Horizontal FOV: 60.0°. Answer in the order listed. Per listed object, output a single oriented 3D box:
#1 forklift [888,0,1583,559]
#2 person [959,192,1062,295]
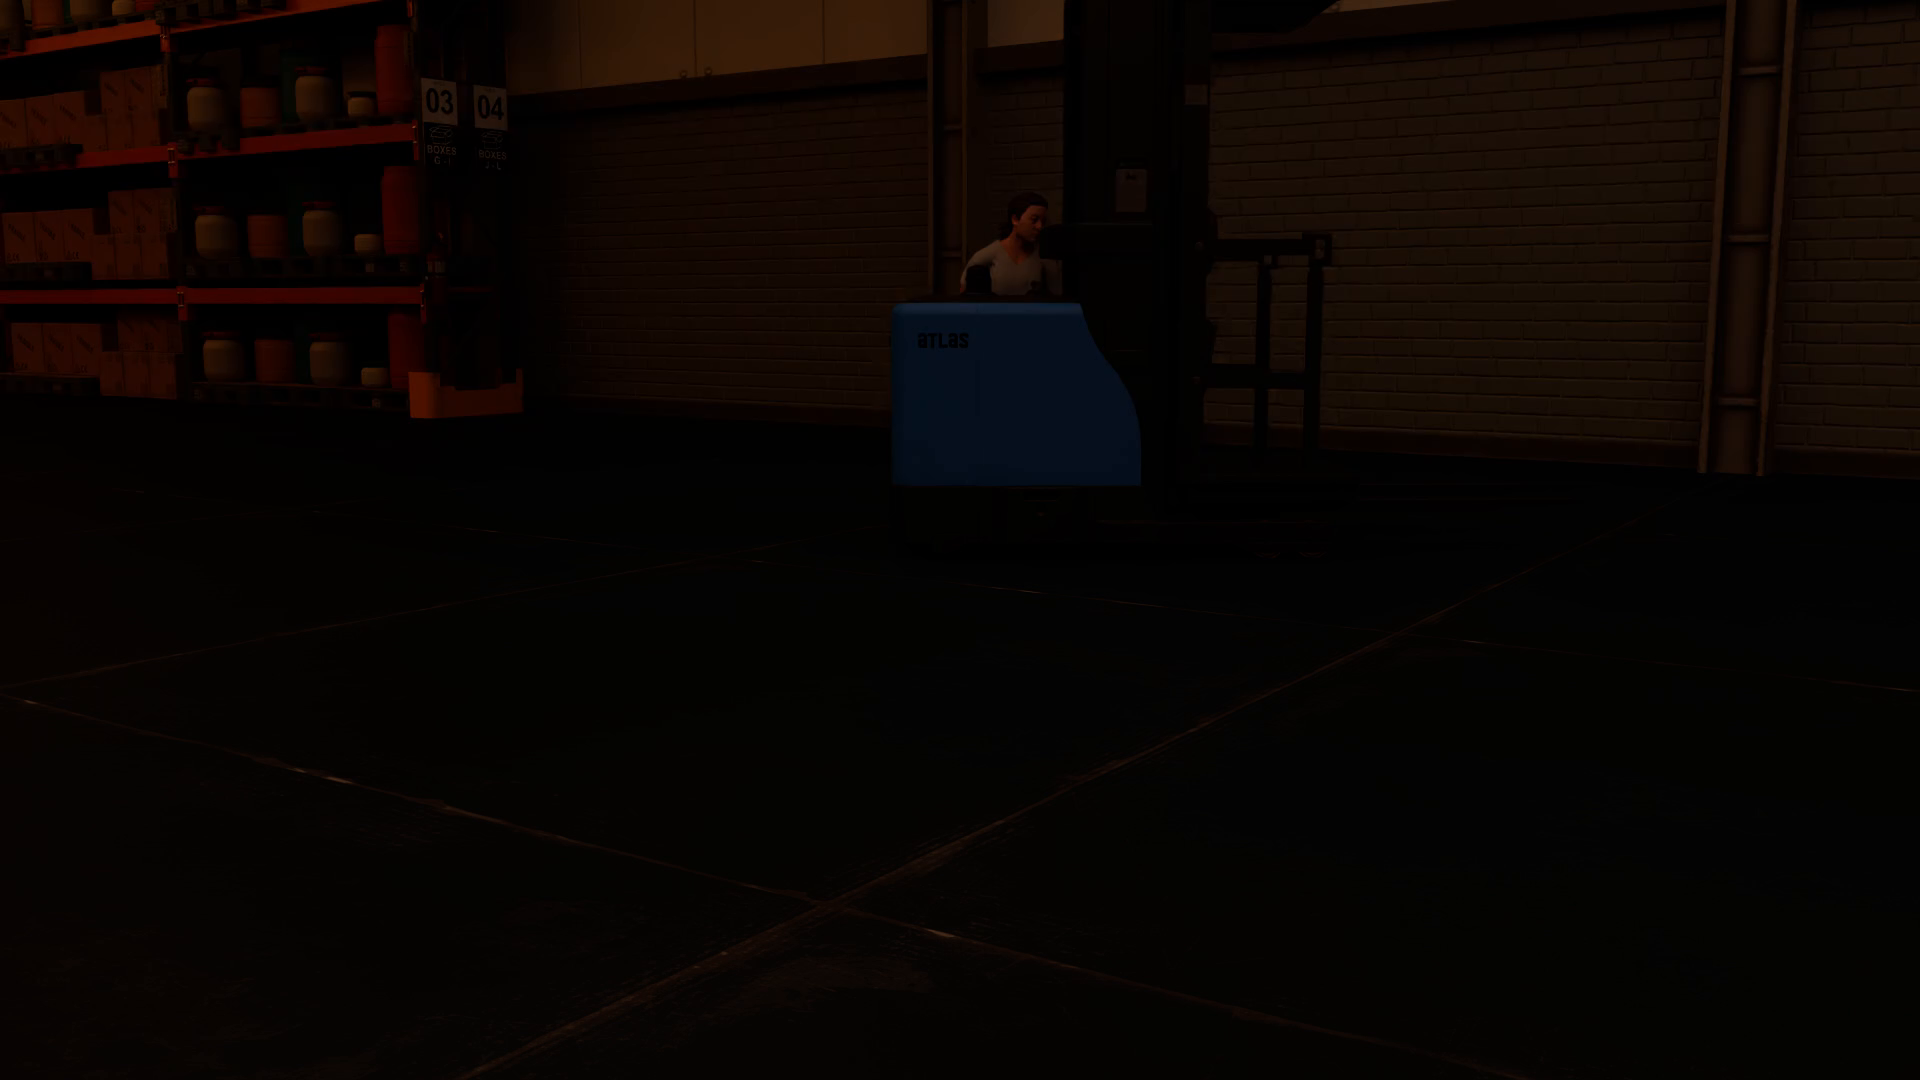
[{"bbox_3d":[1.198,-1.446,7.359,3.031,2.935,1.130,0,8,-2],"label":"forklift"},{"bbox_3d":[0.270,-0.913,8.371,0.799,1.642,0.424,-1,8,-6],"label":"person"}]
